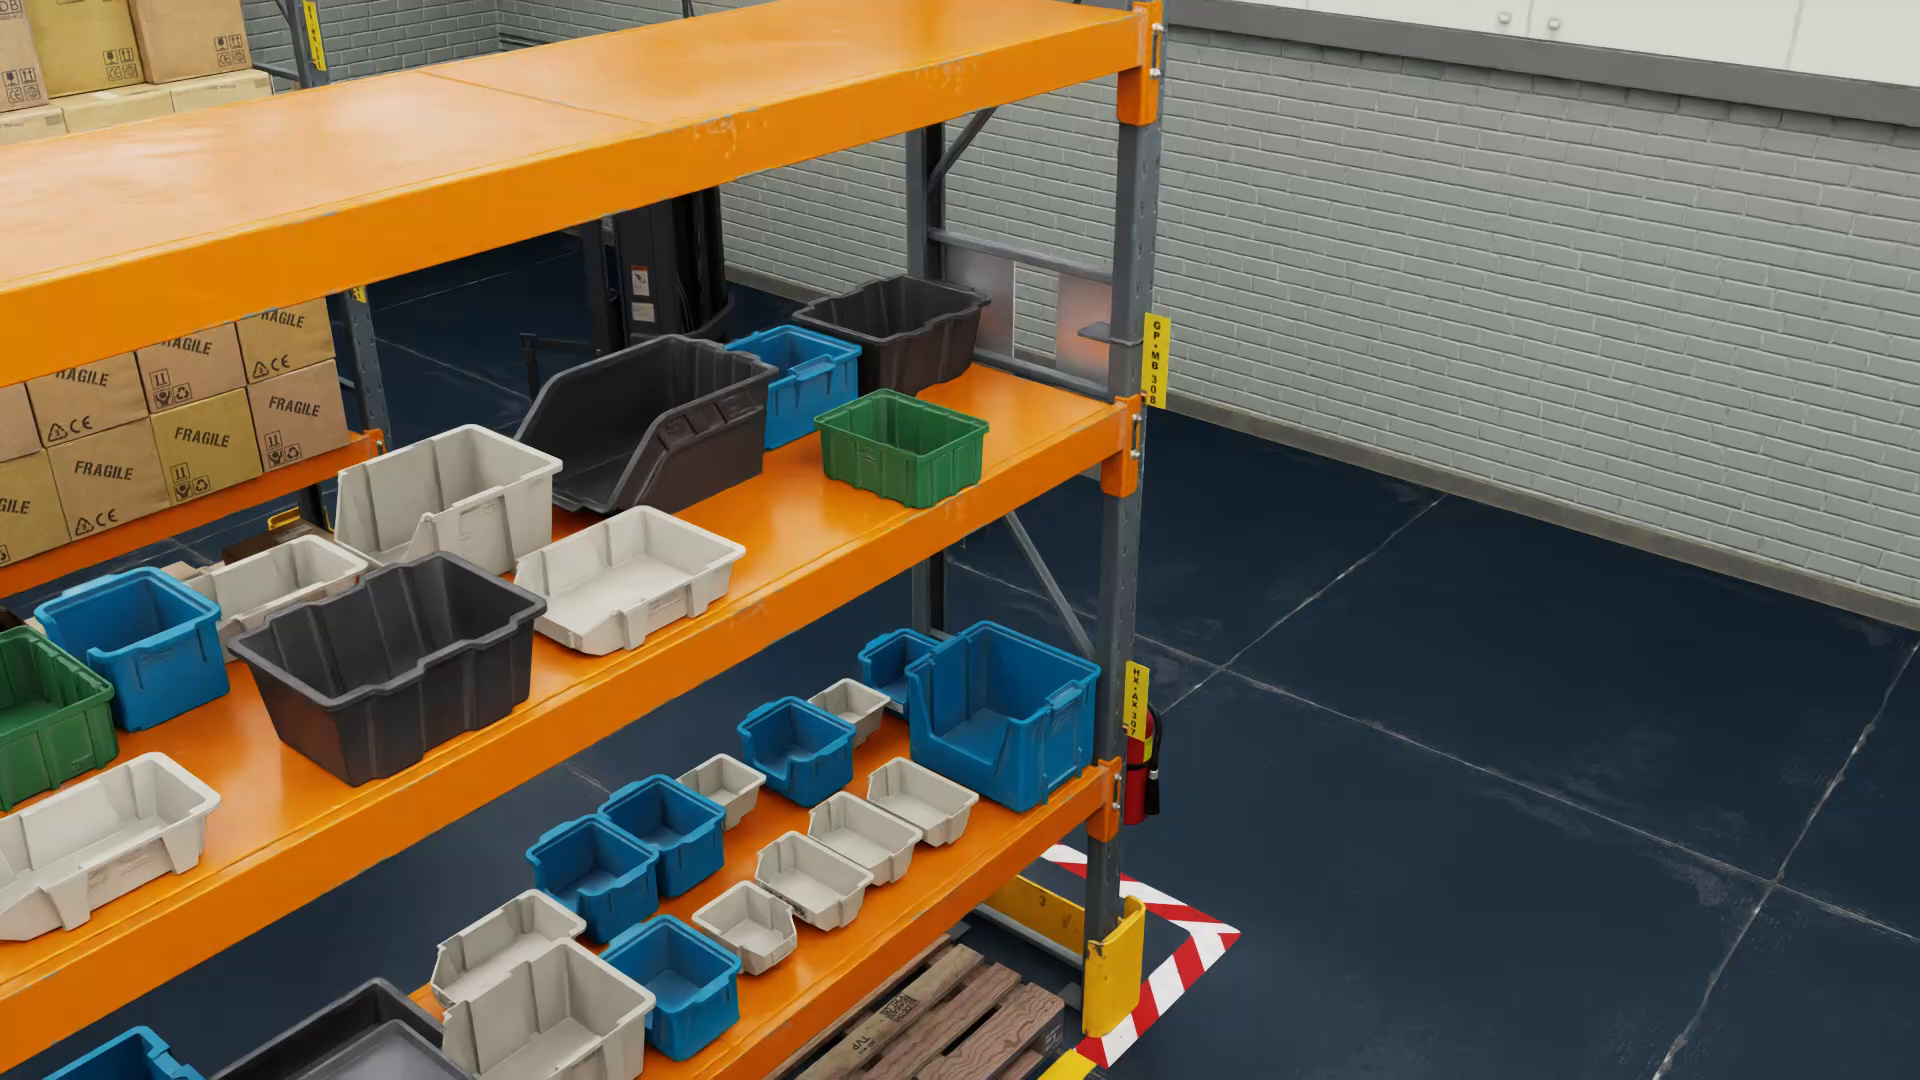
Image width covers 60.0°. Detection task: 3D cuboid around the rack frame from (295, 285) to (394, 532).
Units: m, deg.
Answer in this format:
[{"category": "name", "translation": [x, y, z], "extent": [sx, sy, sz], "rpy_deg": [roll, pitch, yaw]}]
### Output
[{"category": "rack frame", "translation": [-3.593, -0.924, 9.404], "extent": [1.000, 3.000, 0.127], "rpy_deg": [21, 34, 34]}]

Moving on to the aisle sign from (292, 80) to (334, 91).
[{"category": "aisle sign", "translation": [-3.313, -2.014, 8.681], "extent": [0.394, 0.787, 0.004], "rpy_deg": [21, 34, 34]}]

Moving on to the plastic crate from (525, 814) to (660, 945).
[{"category": "plastic crate", "translation": [-1.212, 1.137, 5.537], "extent": [0.416, 0.233, 0.300], "rpy_deg": [21, 34, 34]}]

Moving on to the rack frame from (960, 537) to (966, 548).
[{"category": "rack frame", "translation": [-0.044, -0.442, 10.594], "extent": [0.200, 1.050, 0.008], "rpy_deg": [21, 34, 34]}]

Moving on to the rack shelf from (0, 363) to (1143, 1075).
[{"category": "rack shelf", "translation": [-1.045, 0.221, 4.709], "extent": [1.077, 0.370, 4.000], "rpy_deg": [21, 34, 34]}]

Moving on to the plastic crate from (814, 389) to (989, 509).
[{"category": "plastic crate", "translation": [-0.180, -0.280, 5.125], "extent": [0.450, 0.188, 0.336], "rpy_deg": [21, 34, 34]}]

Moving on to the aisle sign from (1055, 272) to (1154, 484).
[{"category": "aisle sign", "translation": [0.499, -0.570, 5.890], "extent": [0.394, 0.787, 0.004], "rpy_deg": [21, 34, 34]}]

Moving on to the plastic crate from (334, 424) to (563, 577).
[{"category": "plastic crate", "translation": [-1.421, -0.059, 4.597], "extent": [0.437, 0.282, 0.530], "rpy_deg": [21, 34, 34]}]

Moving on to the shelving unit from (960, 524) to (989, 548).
[{"category": "shelving unit", "translation": [0.034, -0.485, 10.677], "extent": [0.215, 1.050, 0.252], "rpy_deg": [21, 34, 34]}]

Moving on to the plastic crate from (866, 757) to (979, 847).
[{"category": "plastic crate", "translation": [-0.152, 0.957, 5.989], "extent": [0.396, 0.136, 0.243], "rpy_deg": [21, 34, 34]}]

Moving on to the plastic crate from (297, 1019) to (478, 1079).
[{"category": "plastic crate", "translation": [-1.556, 1.645, 4.304], "extent": [0.402, 0.464, 0.583], "rpy_deg": [21, 34, 34]}]

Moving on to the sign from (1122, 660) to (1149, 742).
[{"category": "sign", "translation": [0.662, 0.607, 6.266], "extent": [0.100, 0.325, 0.005], "rpy_deg": [21, 34, 34]}]

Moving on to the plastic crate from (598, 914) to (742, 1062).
[{"category": "plastic crate", "translation": [-0.881, 1.375, 5.076], "extent": [0.416, 0.233, 0.300], "rpy_deg": [21, 34, 34]}]

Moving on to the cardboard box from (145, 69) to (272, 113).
[{"category": "cardboard box", "translation": [-3.723, -2.155, 8.138], "extent": [0.500, 0.250, 0.500], "rpy_deg": [21, 34, 34]}]

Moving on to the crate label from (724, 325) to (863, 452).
[{"category": "crate label", "translation": [-0.609, -0.509, 5.498], "extent": [0.408, 0.251, 0.502], "rpy_deg": [21, 34, 34]}]

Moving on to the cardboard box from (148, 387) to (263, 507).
[{"category": "cardboard box", "translation": [-3.995, -0.545, 8.563], "extent": [0.500, 0.500, 0.500], "rpy_deg": [21, 34, 35]}]

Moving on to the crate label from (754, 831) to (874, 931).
[{"category": "crate label", "translation": [-0.506, 1.162, 5.594], "extent": [0.396, 0.136, 0.243], "rpy_deg": [21, 34, 34]}]

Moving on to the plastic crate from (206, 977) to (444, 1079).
[{"category": "plastic crate", "translation": [-1.812, 1.563, 4.830], "extent": [0.437, 0.125, 0.590], "rpy_deg": [21, 34, 34]}]

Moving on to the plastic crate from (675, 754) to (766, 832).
[{"category": "plastic crate", "translation": [-0.883, 0.936, 6.029], "extent": [0.250, 0.136, 0.298], "rpy_deg": [21, 34, 34]}]

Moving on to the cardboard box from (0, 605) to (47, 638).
[{"category": "cardboard box", "translation": [-4.946, 0.740, 8.426], "extent": [0.797, 0.503, 0.637], "rpy_deg": [21, 34, 34]}]

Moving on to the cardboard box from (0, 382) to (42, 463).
[{"category": "cardboard box", "translation": [-4.637, -0.628, 7.634], "extent": [0.500, 0.500, 0.500], "rpy_deg": [22, 35, 36]}]

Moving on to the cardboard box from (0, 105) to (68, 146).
[{"category": "cardboard box", "translation": [-4.361, -1.802, 7.455], "extent": [0.500, 0.250, 0.500], "rpy_deg": [21, 34, 34]}]

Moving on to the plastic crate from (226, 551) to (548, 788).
[{"category": "plastic crate", "translation": [-1.315, 0.308, 3.899], "extent": [0.497, 0.269, 0.590], "rpy_deg": [21, 34, 34]}]

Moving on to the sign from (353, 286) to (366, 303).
[{"category": "sign", "translation": [-3.177, -1.410, 8.738], "extent": [0.100, 0.325, 0.005], "rpy_deg": [21, 34, 34]}]

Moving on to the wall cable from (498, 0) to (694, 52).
[{"category": "wall cable", "translation": [-3.544, -5.557, 15.210], "extent": [3.097, 2.526, 0.112], "rpy_deg": [21, 34, 34]}]

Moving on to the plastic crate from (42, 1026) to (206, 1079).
[{"category": "plastic crate", "translation": [-2.283, 1.658, 4.364], "extent": [0.392, 0.384, 0.575], "rpy_deg": [21, 34, 34]}]

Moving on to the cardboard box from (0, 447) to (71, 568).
[{"category": "cardboard box", "translation": [-4.637, -0.192, 7.879], "extent": [0.500, 0.500, 0.500], "rpy_deg": [20, 34, 34]}]

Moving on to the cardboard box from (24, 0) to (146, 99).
[{"category": "cardboard box", "translation": [-4.290, -2.406, 7.806], "extent": [0.700, 0.500, 0.500], "rpy_deg": [21, 34, 34]}]

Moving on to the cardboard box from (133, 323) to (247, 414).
[{"category": "cardboard box", "translation": [-3.984, -0.995, 8.344], "extent": [0.500, 0.500, 0.500], "rpy_deg": [22, 34, 36]}]

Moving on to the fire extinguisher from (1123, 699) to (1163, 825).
[{"category": "fire extinguisher", "translation": [0.674, 0.804, 6.553], "extent": [0.296, 0.674, 0.183], "rpy_deg": [21, 34, 34]}]

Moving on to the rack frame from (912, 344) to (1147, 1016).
[{"category": "rack frame", "translation": [0.227, 0.525, 6.603], "extent": [1.000, 3.000, 0.127], "rpy_deg": [21, 34, 34]}]

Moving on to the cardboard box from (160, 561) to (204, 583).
[{"category": "cardboard box", "translation": [-4.475, 0.389, 9.380], "extent": [0.500, 0.250, 0.500], "rpy_deg": [21, 34, 34]}]

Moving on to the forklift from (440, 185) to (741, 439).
[{"category": "forklift", "translation": [-2.323, -1.574, 10.734], "extent": [3.031, 2.935, 1.130], "rpy_deg": [7, 28, 13]}]

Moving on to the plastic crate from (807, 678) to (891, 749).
[{"category": "plastic crate", "translation": [-0.452, 0.696, 6.494], "extent": [0.250, 0.136, 0.298], "rpy_deg": [21, 34, 34]}]

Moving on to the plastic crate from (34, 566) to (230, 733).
[{"category": "plastic crate", "translation": [-1.984, 0.269, 4.015], "extent": [0.416, 0.233, 0.300], "rpy_deg": [21, 34, 34]}]

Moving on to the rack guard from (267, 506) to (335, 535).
[{"category": "rack guard", "translation": [-3.641, 0.213, 9.926], "extent": [1.175, 0.500, 0.348], "rpy_deg": [21, 34, 34]}]

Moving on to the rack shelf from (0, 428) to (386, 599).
[{"category": "rack shelf", "translation": [-4.865, 0.104, 8.199], "extent": [1.077, 0.370, 4.000], "rpy_deg": [21, 34, 34]}]
